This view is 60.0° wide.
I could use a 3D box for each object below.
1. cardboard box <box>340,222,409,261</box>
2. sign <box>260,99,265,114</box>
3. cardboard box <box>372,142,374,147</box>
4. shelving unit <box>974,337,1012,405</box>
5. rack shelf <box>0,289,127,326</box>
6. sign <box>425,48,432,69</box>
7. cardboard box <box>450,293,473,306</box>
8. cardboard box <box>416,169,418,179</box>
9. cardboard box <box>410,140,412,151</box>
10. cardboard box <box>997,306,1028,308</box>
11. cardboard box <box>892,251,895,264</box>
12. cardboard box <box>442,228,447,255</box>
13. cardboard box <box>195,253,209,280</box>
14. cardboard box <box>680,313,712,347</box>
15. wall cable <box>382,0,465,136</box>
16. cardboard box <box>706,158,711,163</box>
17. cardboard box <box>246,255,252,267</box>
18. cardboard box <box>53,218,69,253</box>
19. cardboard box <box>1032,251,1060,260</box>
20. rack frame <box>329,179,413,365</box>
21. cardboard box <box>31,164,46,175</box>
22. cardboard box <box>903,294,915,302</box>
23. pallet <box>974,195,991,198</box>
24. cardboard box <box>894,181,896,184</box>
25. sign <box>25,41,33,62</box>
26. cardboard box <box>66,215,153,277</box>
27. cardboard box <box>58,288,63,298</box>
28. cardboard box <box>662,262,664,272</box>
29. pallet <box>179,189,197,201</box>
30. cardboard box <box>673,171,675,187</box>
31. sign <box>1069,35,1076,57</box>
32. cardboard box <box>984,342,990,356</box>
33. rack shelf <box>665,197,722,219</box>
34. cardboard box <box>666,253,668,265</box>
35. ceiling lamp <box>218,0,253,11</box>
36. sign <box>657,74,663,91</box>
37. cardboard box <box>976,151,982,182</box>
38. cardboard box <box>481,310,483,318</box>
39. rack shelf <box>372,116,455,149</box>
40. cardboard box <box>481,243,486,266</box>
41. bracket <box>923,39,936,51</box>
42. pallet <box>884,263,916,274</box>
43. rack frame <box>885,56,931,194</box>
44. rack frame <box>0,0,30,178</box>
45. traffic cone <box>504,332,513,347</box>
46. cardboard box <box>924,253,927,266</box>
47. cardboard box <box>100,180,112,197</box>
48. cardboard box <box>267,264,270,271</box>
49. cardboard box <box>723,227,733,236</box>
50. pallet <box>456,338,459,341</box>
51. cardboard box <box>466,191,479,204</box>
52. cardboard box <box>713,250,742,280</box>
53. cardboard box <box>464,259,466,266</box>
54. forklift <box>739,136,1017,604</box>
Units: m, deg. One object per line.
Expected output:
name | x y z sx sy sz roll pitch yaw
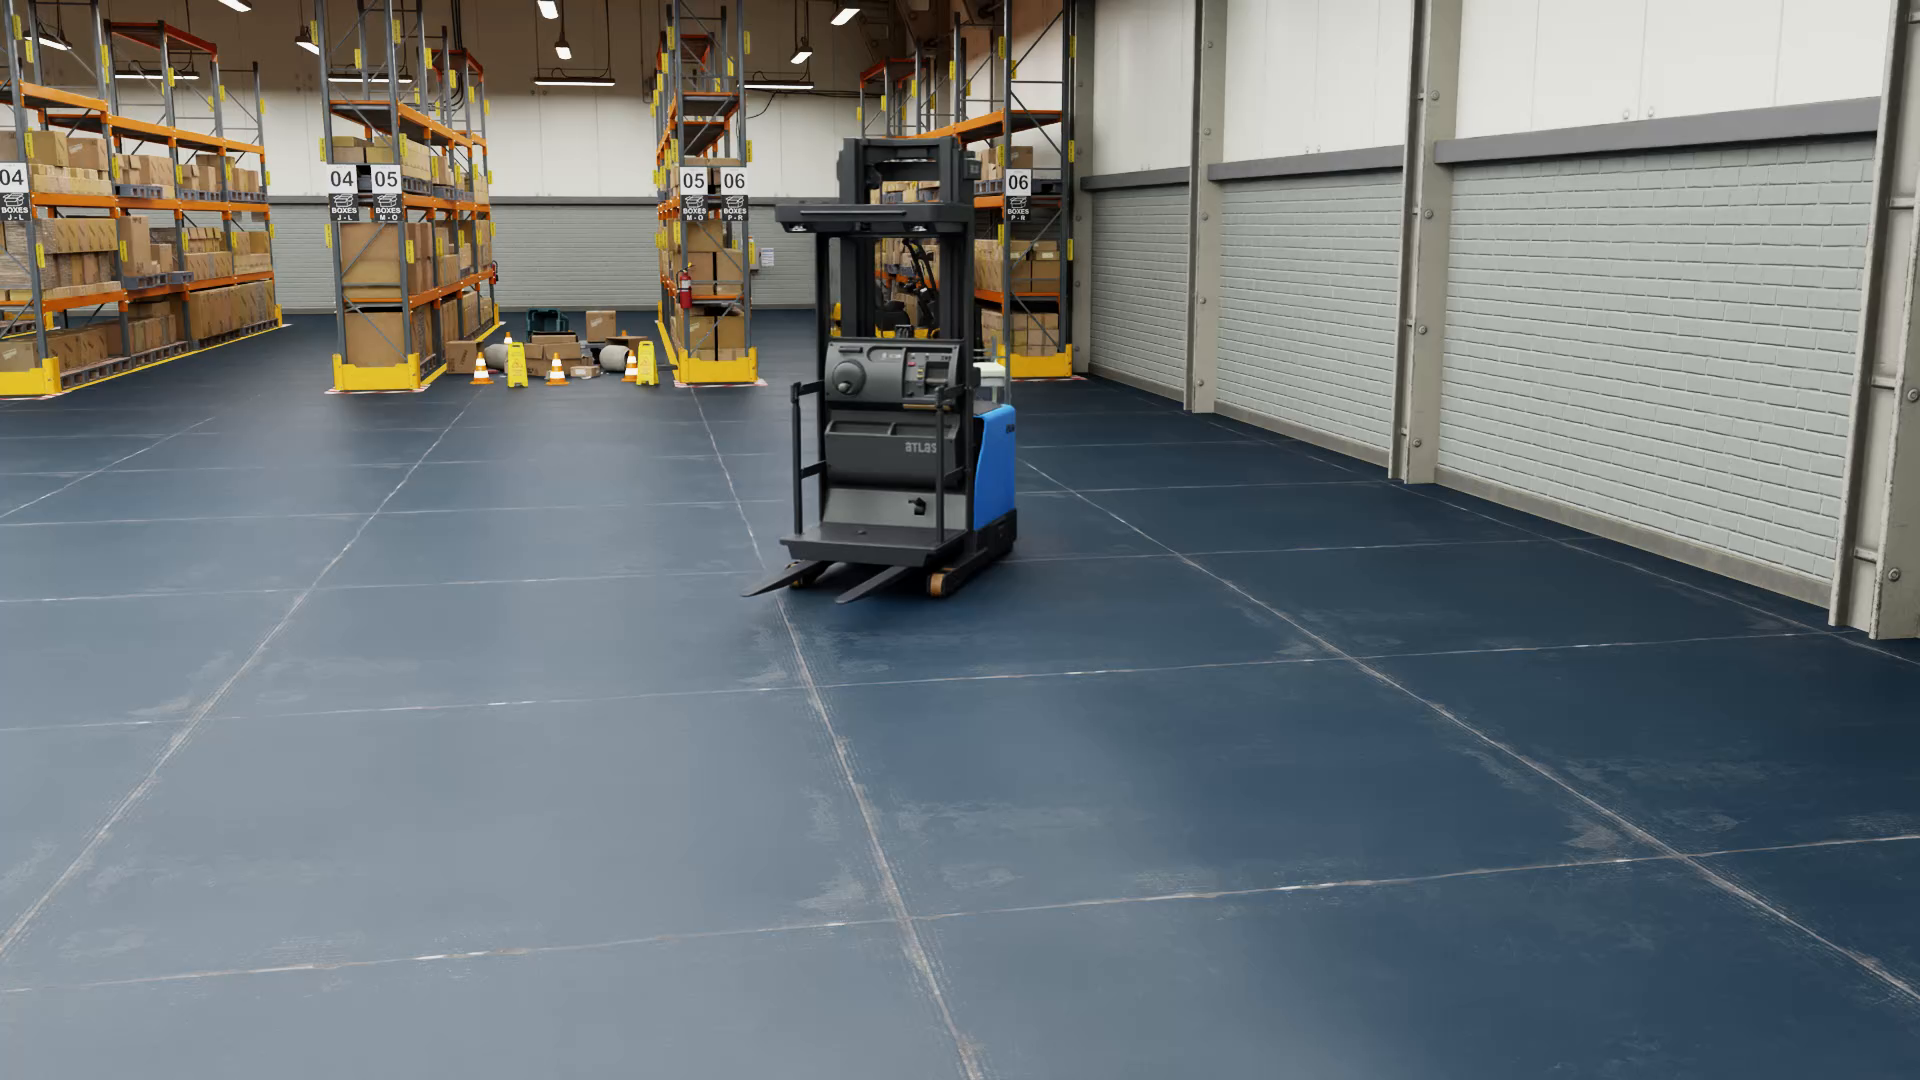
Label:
cardboard box | -8.560 -4.372 24.355 0.875 0.550 0.550 -2 11 -11
sign | -15.988 -9.933 38.107 0.100 0.325 0.005 -2 11 -11
cardboard box | -9.271 -6.071 25.698 0.380 0.149 0.250 -2 11 -11
shelving unit | 0.130 -0.790 12.838 0.431 1.500 0.755 -1 11 -7
rack shelf | -13.800 -3.550 25.250 1.077 0.370 4.000 -2 11 -11
sign | -8.755 -7.931 27.379 0.100 0.325 0.005 -2 11 -11
cardboard box | -10.264 -4.927 34.119 0.500 0.250 0.500 -3 11 -14
cardboard box | -8.574 -5.657 25.653 0.380 0.149 0.250 -2 11 -10
cardboard box | -8.476 -5.955 25.088 0.380 0.149 0.250 -2 11 -12
cardboard box | 0.884 -3.890 28.667 0.500 0.250 0.500 -2 11 -11
cardboard box | -1.262 -6.151 36.225 0.396 0.266 0.258 -2 11 -8
cardboard box | -9.905 -5.531 30.790 0.700 0.500 0.500 -2 11 -12
cardboard box | -15.000 -5.340 32.465 0.500 0.500 0.500 -2 11 -12
cardboard box | -4.207 -3.354 26.521 0.500 0.500 0.500 -2 11 -9
wall cable | -14.242 -12.161 43.918 2.277 5.999 0.120 -2 11 -11
cardboard box | -4.296 -6.695 29.769 0.500 0.250 0.500 -2 11 -12
cardboard box | -15.778 -6.092 36.286 0.500 0.250 0.500 -2 11 -10
cardboard box | -13.341 -4.426 24.190 0.500 0.500 0.500 -2 11 -11
cardboard box | 1.366 -4.518 26.407 0.380 0.149 0.250 -2 11 -12
rack frame | -8.526 -3.698 24.105 1.000 3.000 0.127 -2 11 -11
cardboard box | -13.193 -5.242 23.529 0.380 0.149 0.250 -2 11 -10
cardboard box | -1.032 -5.263 36.155 0.380 0.149 0.250 -2 11 -9
pallet | 0.216 -6.353 30.540 0.805 0.209 1.217 -3 11 -13
cardboard box | -1.210 -7.726 35.730 0.380 0.149 0.250 -2 11 -11
sign | -14.732 -7.733 26.335 0.100 0.325 0.005 -2 11 -11
cardboard box | -14.206 -4.922 27.807 1.000 1.000 1.000 -2 11 -11
cardboard box | -13.365 -3.612 24.324 0.380 0.149 0.250 -2 11 -11
cardboard box | -6.471 -6.317 37.595 0.500 0.500 0.500 -2 11 -12
pallet | -15.144 -6.501 31.311 1.213 0.211 1.003 -2 11 -8
cardboard box | -4.357 -5.807 26.766 0.500 0.250 0.500 -2 11 -10
sign | 1.723 -7.581 25.538 0.100 0.325 0.005 -2 11 -11
cardboard box | 0.689 -3.100 27.192 0.500 0.250 0.500 -2 11 -11
rack shelf | -4.857 -6.118 30.717 1.077 0.370 4.000 -2 11 -11
cardboard box | -5.693 -5.710 33.736 0.500 0.250 0.500 -2 11 -12
ceiling lamp | -11.460 -10.160 26.400 0.800 3.185 2.000 -2 11 -11
sign | -5.790 -8.827 32.085 0.100 0.325 0.005 -2 11 -11
cardboard box | 0.675 -6.230 27.719 0.797 0.503 0.637 -2 11 -9
cardboard box | -10.617 -4.929 36.279 0.380 0.149 0.250 -2 11 -8
rack shelf | -9.693 -7.196 29.431 1.077 0.370 4.000 -2 11 -11
cardboard box | -10.875 -6.379 37.125 0.500 0.500 0.500 -2 11 -12
bracket | -0.675 -11.066 37.142 0.235 0.232 0.430 -2 11 -11
pallet | -1.108 -6.034 36.891 1.003 0.211 1.213 -2 11 -11
rack frame | -1.156 -9.226 37.103 1.000 3.000 0.127 -2 11 -11
rack frame | -13.411 -6.484 22.694 1.000 3.000 0.127 -2 11 -11
traffic cone | -8.084 -3.487 29.778 0.336 0.463 0.334 -2 11 -11
cardboard box | -0.435 -5.535 32.820 0.500 0.250 0.500 -2 11 -9
cardboard box | -13.844 -5.596 26.454 0.500 0.250 0.500 -2 11 -9
cardboard box | -16.079 -6.247 38.166 0.380 0.149 0.250 -2 11 -10
cardboard box | -4.213 -5.450 29.387 0.380 0.149 0.250 -2 11 -11
pallet | -10.003 -3.649 31.301 1.003 0.211 1.213 -2 11 -11
cardboard box | -10.691 -7.394 35.899 0.500 0.250 0.500 -2 11 -8
cardboard box | -3.715 -4.377 26.610 0.500 0.500 0.500 -2 11 -12
cardboard box | -10.332 -5.678 34.053 0.380 0.149 0.250 -2 11 -9
forklift | -0.518 -1.147 10.886 1.130 2.935 3.031 3 11 18
